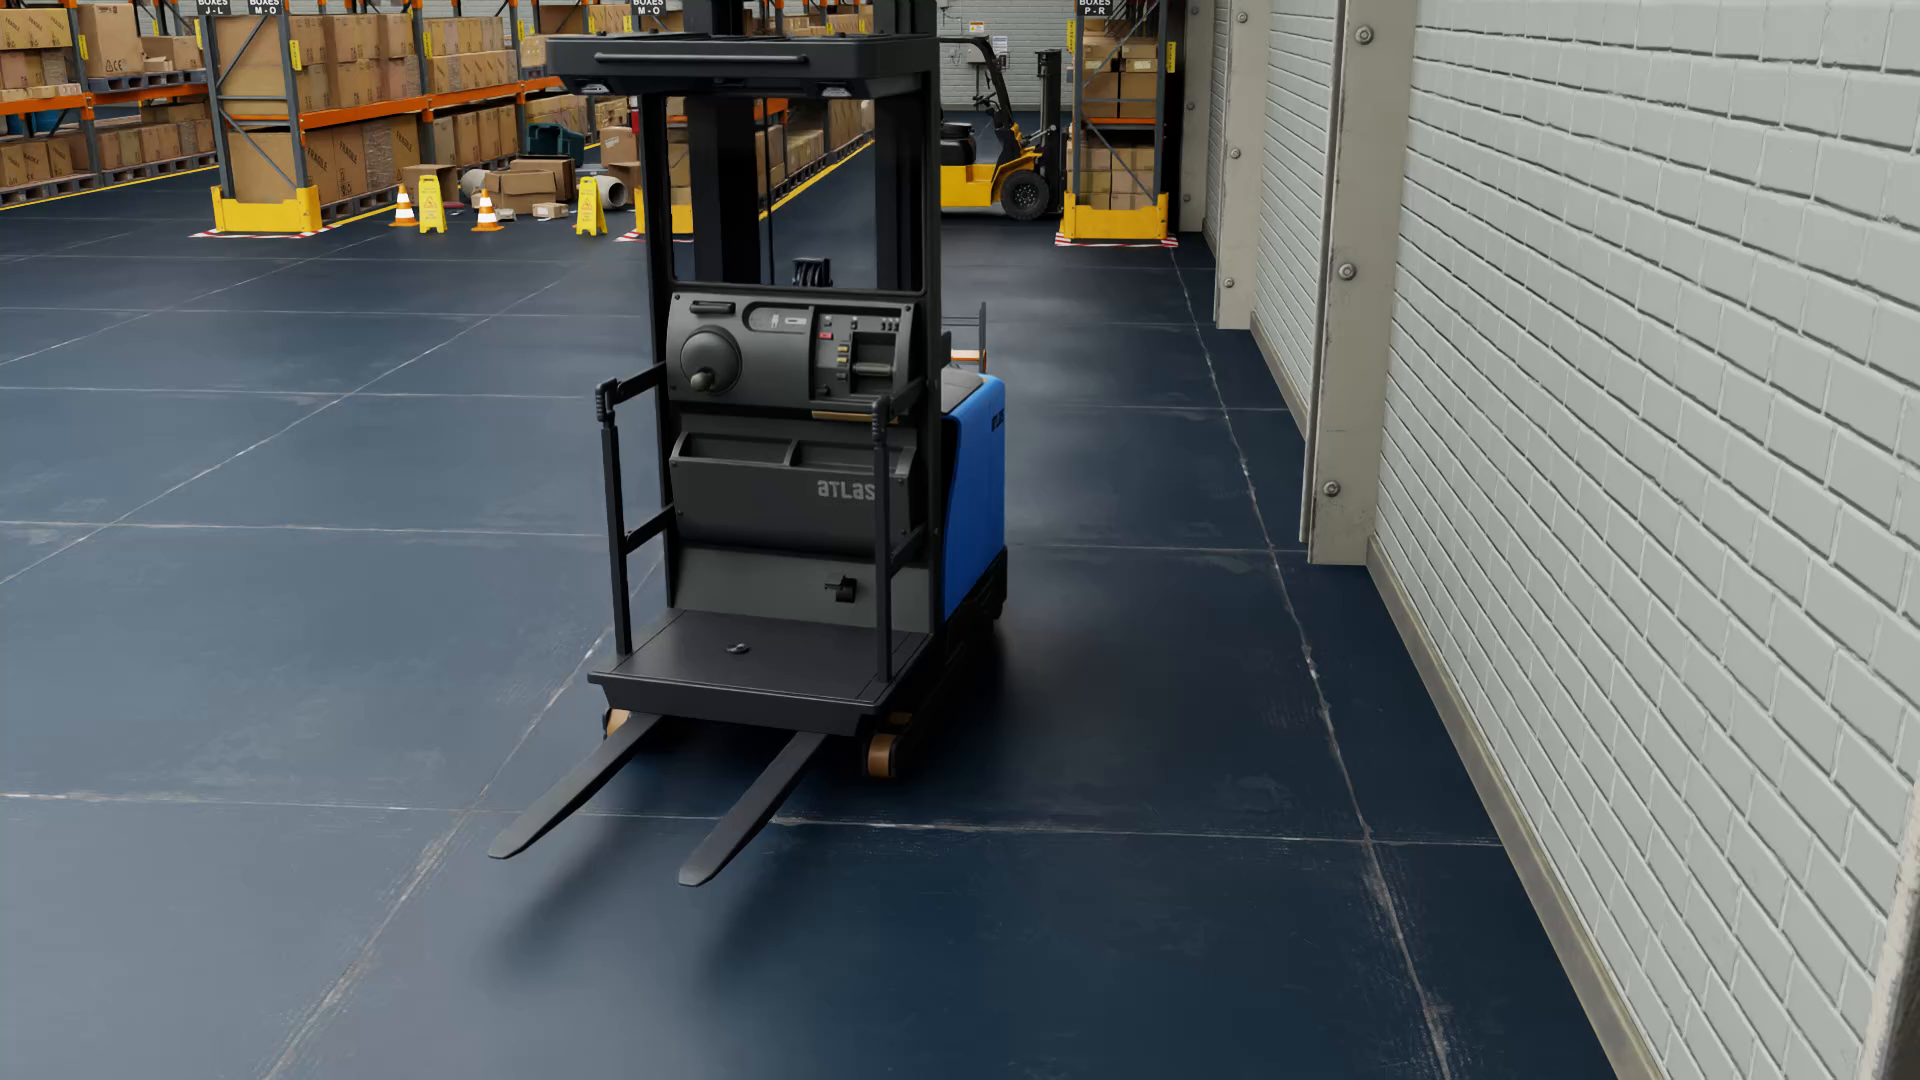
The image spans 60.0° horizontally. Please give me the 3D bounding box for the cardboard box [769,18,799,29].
[{"bbox_3d":[-2.529,-7.425,23.911,0.380,0.149,0.250,2,18,7],"label":"cardboard box"}]

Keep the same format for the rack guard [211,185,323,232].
[{"bbox_3d":[-8.124,-3.892,19.498,1.175,0.500,0.348,1,18,4],"label":"rack guard"}]

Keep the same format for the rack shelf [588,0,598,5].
[{"bbox_3d":[-7.119,-10.519,32.046,1.077,0.370,4.000,1,18,4],"label":"rack shelf"}]

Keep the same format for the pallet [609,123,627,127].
[{"bbox_3d":[-7.164,-8.078,32.738,1.003,0.211,1.213,1,18,4],"label":"pallet"}]

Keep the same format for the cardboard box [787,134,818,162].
[{"bbox_3d":[-2.700,-6.039,25.581,0.950,0.372,0.625,1,18,3],"label":"cardboard box"}]

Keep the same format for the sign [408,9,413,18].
[{"bbox_3d":[-11.375,-10.845,34.463,0.100,0.325,0.005,1,18,4],"label":"sign"}]

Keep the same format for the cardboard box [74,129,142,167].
[{"bbox_3d":[-12.657,-5.831,24.708,0.700,0.500,0.500,1,18,4],"label":"cardboard box"}]

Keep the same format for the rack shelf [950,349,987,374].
[{"bbox_3d":[-0.001,-0.866,8.124,0.258,0.103,0.180,1,18,4],"label":"rack shelf"}]

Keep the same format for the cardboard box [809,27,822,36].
[{"bbox_3d":[-2.386,-7.573,25.405,0.500,0.500,0.500,1,18,3],"label":"cardboard box"}]

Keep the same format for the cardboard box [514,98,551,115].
[{"bbox_3d":[-7.222,-7.306,28.039,0.500,0.250,0.500,1,18,3],"label":"cardboard box"}]

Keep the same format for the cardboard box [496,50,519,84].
[{"bbox_3d":[-7.313,-7.473,26.253,0.500,0.500,0.500,1,18,4],"label":"cardboard box"}]

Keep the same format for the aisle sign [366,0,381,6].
[{"bbox_3d":[-12.209,-11.463,34.414,0.394,0.787,0.004,1,18,4],"label":"aisle sign"}]

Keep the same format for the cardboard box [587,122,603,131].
[{"bbox_3d":[-6.916,-7.765,31.207,0.380,0.149,0.250,0,18,2],"label":"cardboard box"}]

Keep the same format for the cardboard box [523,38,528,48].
[{"bbox_3d":[-7.306,-8.157,27.275,0.380,0.149,0.250,1,18,2],"label":"cardboard box"}]

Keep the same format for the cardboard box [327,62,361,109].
[{"bbox_3d":[-7.958,-5.617,20.508,0.875,0.550,0.550,1,18,4],"label":"cardboard box"}]

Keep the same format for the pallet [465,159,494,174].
[{"bbox_3d":[-7.771,-5.626,25.253,1.003,0.211,1.213,1,18,4],"label":"pallet"}]

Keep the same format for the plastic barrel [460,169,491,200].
[{"bbox_3d":[-6.387,-4.719,22.144,0.512,0.421,0.421,17,25,41],"label":"plastic barrel"}]

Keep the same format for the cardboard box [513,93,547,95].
[{"bbox_3d":[-7.614,-7.793,29.525,0.500,0.250,0.500,2,18,5],"label":"cardboard box"}]

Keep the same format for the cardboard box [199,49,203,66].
[{"bbox_3d":[-12.701,-7.920,27.617,0.500,0.500,0.500,2,18,6],"label":"cardboard box"}]

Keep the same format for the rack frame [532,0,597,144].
[{"bbox_3d":[-7.262,-8.814,30.505,1.000,3.000,0.127,1,18,4],"label":"rack frame"}]

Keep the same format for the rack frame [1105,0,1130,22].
[{"bbox_3d":[2.920,-9.868,33.721,1.000,3.000,0.127,1,18,4],"label":"rack frame"}]

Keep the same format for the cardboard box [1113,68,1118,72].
[{"bbox_3d":[1.593,-5.266,19.515,0.500,0.500,0.500,2,18,6],"label":"cardboard box"}]

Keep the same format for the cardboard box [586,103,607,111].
[{"bbox_3d":[-6.987,-8.289,31.852,0.380,0.149,0.250,1,18,2],"label":"cardboard box"}]

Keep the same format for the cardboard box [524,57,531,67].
[{"bbox_3d":[-7.296,-7.870,27.352,0.380,0.149,0.250,2,18,7],"label":"cardboard box"}]

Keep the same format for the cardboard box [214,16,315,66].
[{"bbox_3d":[-8.057,-5.786,19.289,0.875,0.550,0.550,1,18,4],"label":"cardboard box"}]

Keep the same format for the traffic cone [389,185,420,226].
[{"bbox_3d":[-6.668,-4.015,19.933,0.336,0.463,0.334,1,18,4],"label":"traffic cone"}]

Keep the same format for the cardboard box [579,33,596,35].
[{"bbox_3d":[-6.975,-9.151,30.896,0.500,0.500,0.500,1,18,3],"label":"cardboard box"}]

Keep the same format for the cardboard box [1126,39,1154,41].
[{"bbox_3d":[2.215,-6.135,20.649,0.380,0.149,0.250,1,18,3],"label":"cardboard box"}]

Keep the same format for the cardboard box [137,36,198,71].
[{"bbox_3d":[-12.428,-7.617,26.016,0.700,0.500,0.500,4,19,12],"label":"cardboard box"}]

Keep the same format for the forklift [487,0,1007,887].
[{"bbox_3d":[-0.670,-0.683,5.799,1.130,2.935,3.031,5,19,14],"label":"forklift"}]

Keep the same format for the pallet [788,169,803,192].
[{"bbox_3d":[-2.837,-5.167,23.853,1.003,0.211,1.213,1,18,4],"label":"pallet"}]

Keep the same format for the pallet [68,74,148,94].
[{"bbox_3d":[-12.576,-6.615,24.101,1.003,0.211,1.213,1,18,4],"label":"pallet"}]

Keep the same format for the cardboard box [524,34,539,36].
[{"bbox_3d":[-7.763,-8.978,29.780,0.380,0.149,0.250,2,18,5],"label":"cardboard box"}]

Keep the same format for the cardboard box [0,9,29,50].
[{"bbox_3d":[-12.605,-6.679,21.745,0.500,0.500,0.500,1,18,4],"label":"cardboard box"}]

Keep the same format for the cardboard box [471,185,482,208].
[{"bbox_3d":[-6.122,-4.455,21.594,0.396,0.266,0.258,4,19,13],"label":"cardboard box"}]

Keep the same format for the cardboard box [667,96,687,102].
[{"bbox_3d":[-3.414,-5.372,19.361,0.500,0.500,0.500,1,18,3],"label":"cardboard box"}]

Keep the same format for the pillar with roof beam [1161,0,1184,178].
[{"bbox_3d":[-1.142,-9.905,24.200,9.100,9.000,0.400,1,18,4],"label":"pillar with roof beam"}]

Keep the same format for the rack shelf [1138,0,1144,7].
[{"bbox_3d":[2.203,-7.845,23.887,1.077,0.370,4.000,1,18,4],"label":"rack shelf"}]

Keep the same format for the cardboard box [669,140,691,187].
[{"bbox_3d":[-3.380,-4.512,19.913,0.500,0.500,0.500,1,18,4],"label":"cardboard box"}]

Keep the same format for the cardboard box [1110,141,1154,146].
[{"bbox_3d":[2.029,-4.567,19.679,0.500,0.250,0.500,1,18,4],"label":"cardboard box"}]

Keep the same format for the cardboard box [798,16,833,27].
[{"bbox_3d":[-2.325,-8.163,26.752,0.500,0.500,0.500,1,18,2],"label":"cardboard box"}]

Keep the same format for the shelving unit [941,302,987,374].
[{"bbox_3d":[-0.001,-0.566,8.222,0.258,1.200,0.189,1,18,4],"label":"shelving unit"}]

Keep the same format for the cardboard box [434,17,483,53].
[{"bbox_3d":[-7.660,-7.639,25.152,0.700,0.500,0.500,1,18,3],"label":"cardboard box"}]

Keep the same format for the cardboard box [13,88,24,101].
[{"bbox_3d":[-12.637,-5.892,21.990,0.380,0.149,0.250,1,18,4],"label":"cardboard box"}]

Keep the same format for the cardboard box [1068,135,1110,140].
[{"bbox_3d":[1.596,-4.889,20.663,0.500,0.250,0.500,1,18,3],"label":"cardboard box"}]

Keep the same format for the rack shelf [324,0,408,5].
[{"bbox_3d":[-12.059,-10.661,32.480,1.077,0.370,4.000,1,18,4],"label":"rack shelf"}]

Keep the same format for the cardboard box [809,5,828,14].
[{"bbox_3d":[-2.613,-9.669,30.305,0.380,0.149,0.250,1,18,3],"label":"cardboard box"}]

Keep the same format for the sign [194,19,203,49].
[{"bbox_3d":[-8.663,-5.766,18.964,0.100,0.325,0.005,1,18,4],"label":"sign"}]
